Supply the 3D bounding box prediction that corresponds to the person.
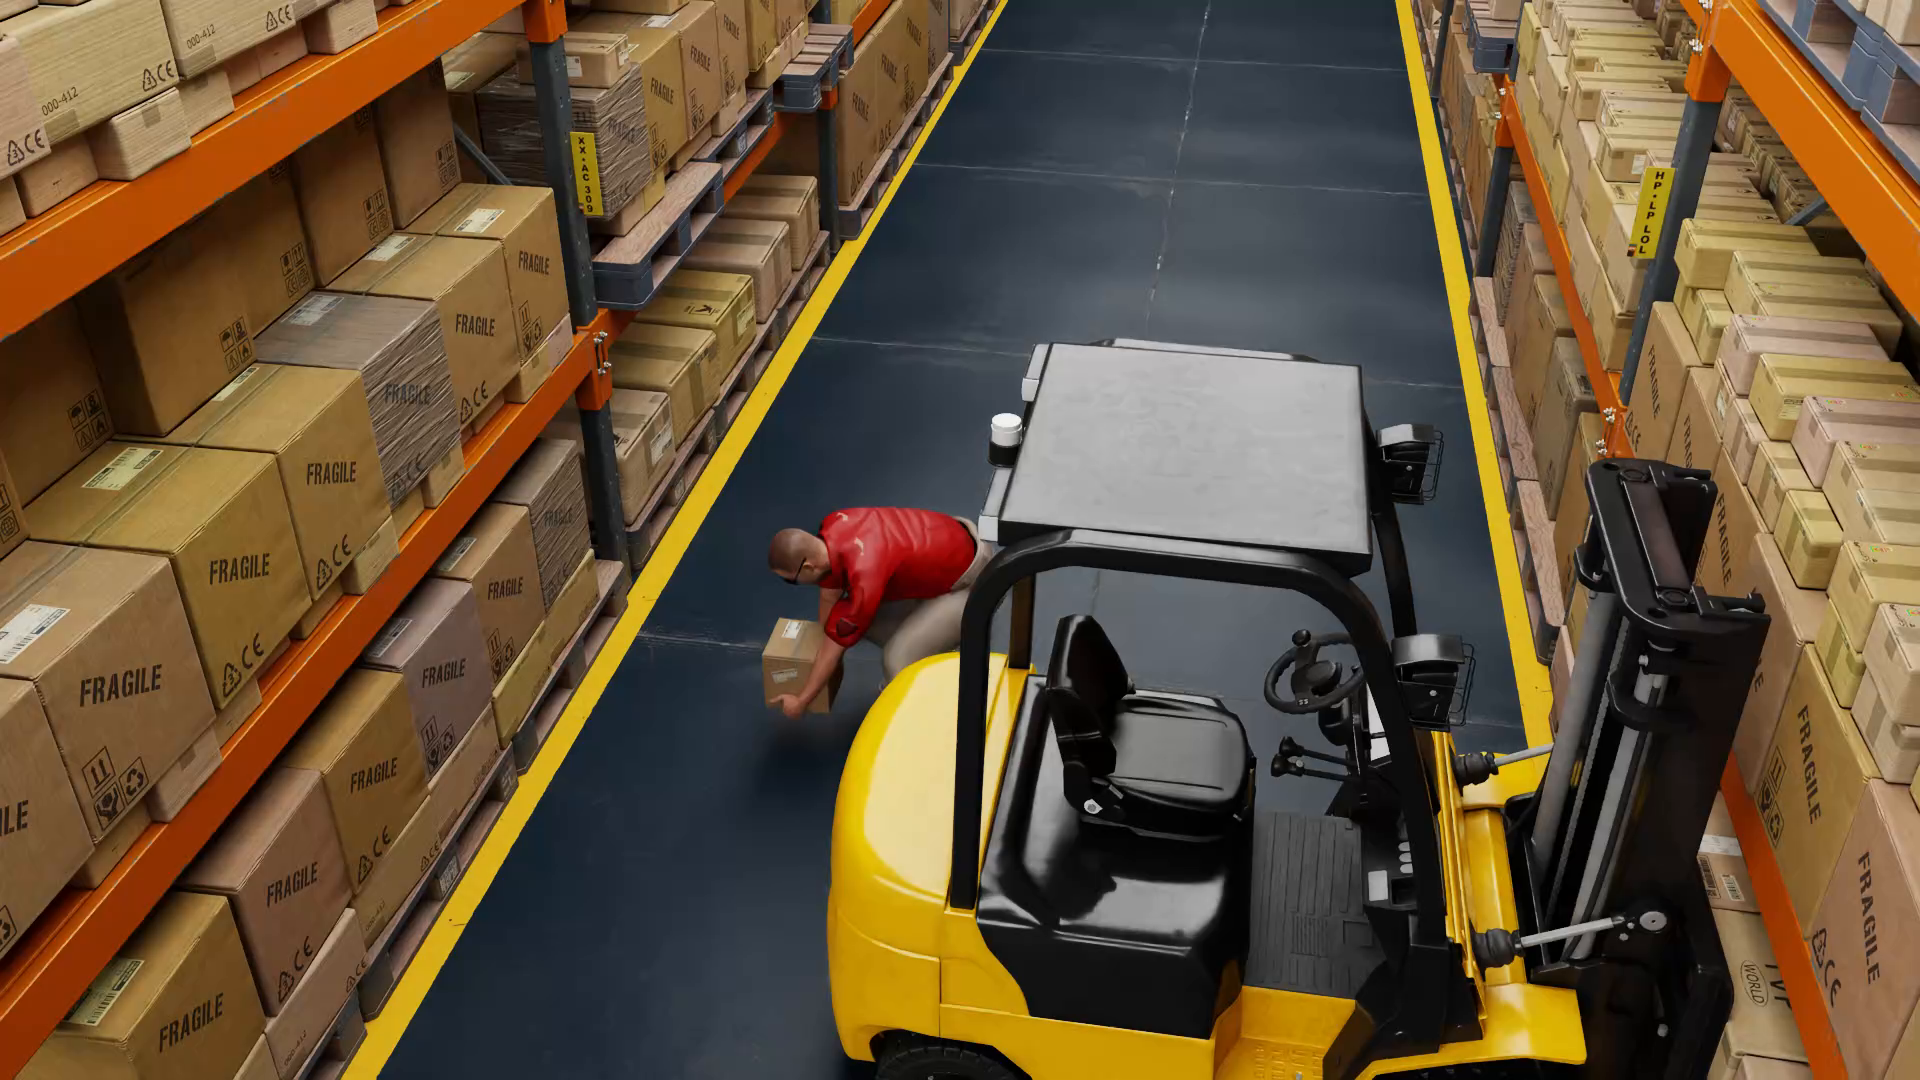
[{"bbox_3d":[-0.289,0.303,6.393,0.965,0.967,0.544,-11,34,-17],"label":"person"}]
